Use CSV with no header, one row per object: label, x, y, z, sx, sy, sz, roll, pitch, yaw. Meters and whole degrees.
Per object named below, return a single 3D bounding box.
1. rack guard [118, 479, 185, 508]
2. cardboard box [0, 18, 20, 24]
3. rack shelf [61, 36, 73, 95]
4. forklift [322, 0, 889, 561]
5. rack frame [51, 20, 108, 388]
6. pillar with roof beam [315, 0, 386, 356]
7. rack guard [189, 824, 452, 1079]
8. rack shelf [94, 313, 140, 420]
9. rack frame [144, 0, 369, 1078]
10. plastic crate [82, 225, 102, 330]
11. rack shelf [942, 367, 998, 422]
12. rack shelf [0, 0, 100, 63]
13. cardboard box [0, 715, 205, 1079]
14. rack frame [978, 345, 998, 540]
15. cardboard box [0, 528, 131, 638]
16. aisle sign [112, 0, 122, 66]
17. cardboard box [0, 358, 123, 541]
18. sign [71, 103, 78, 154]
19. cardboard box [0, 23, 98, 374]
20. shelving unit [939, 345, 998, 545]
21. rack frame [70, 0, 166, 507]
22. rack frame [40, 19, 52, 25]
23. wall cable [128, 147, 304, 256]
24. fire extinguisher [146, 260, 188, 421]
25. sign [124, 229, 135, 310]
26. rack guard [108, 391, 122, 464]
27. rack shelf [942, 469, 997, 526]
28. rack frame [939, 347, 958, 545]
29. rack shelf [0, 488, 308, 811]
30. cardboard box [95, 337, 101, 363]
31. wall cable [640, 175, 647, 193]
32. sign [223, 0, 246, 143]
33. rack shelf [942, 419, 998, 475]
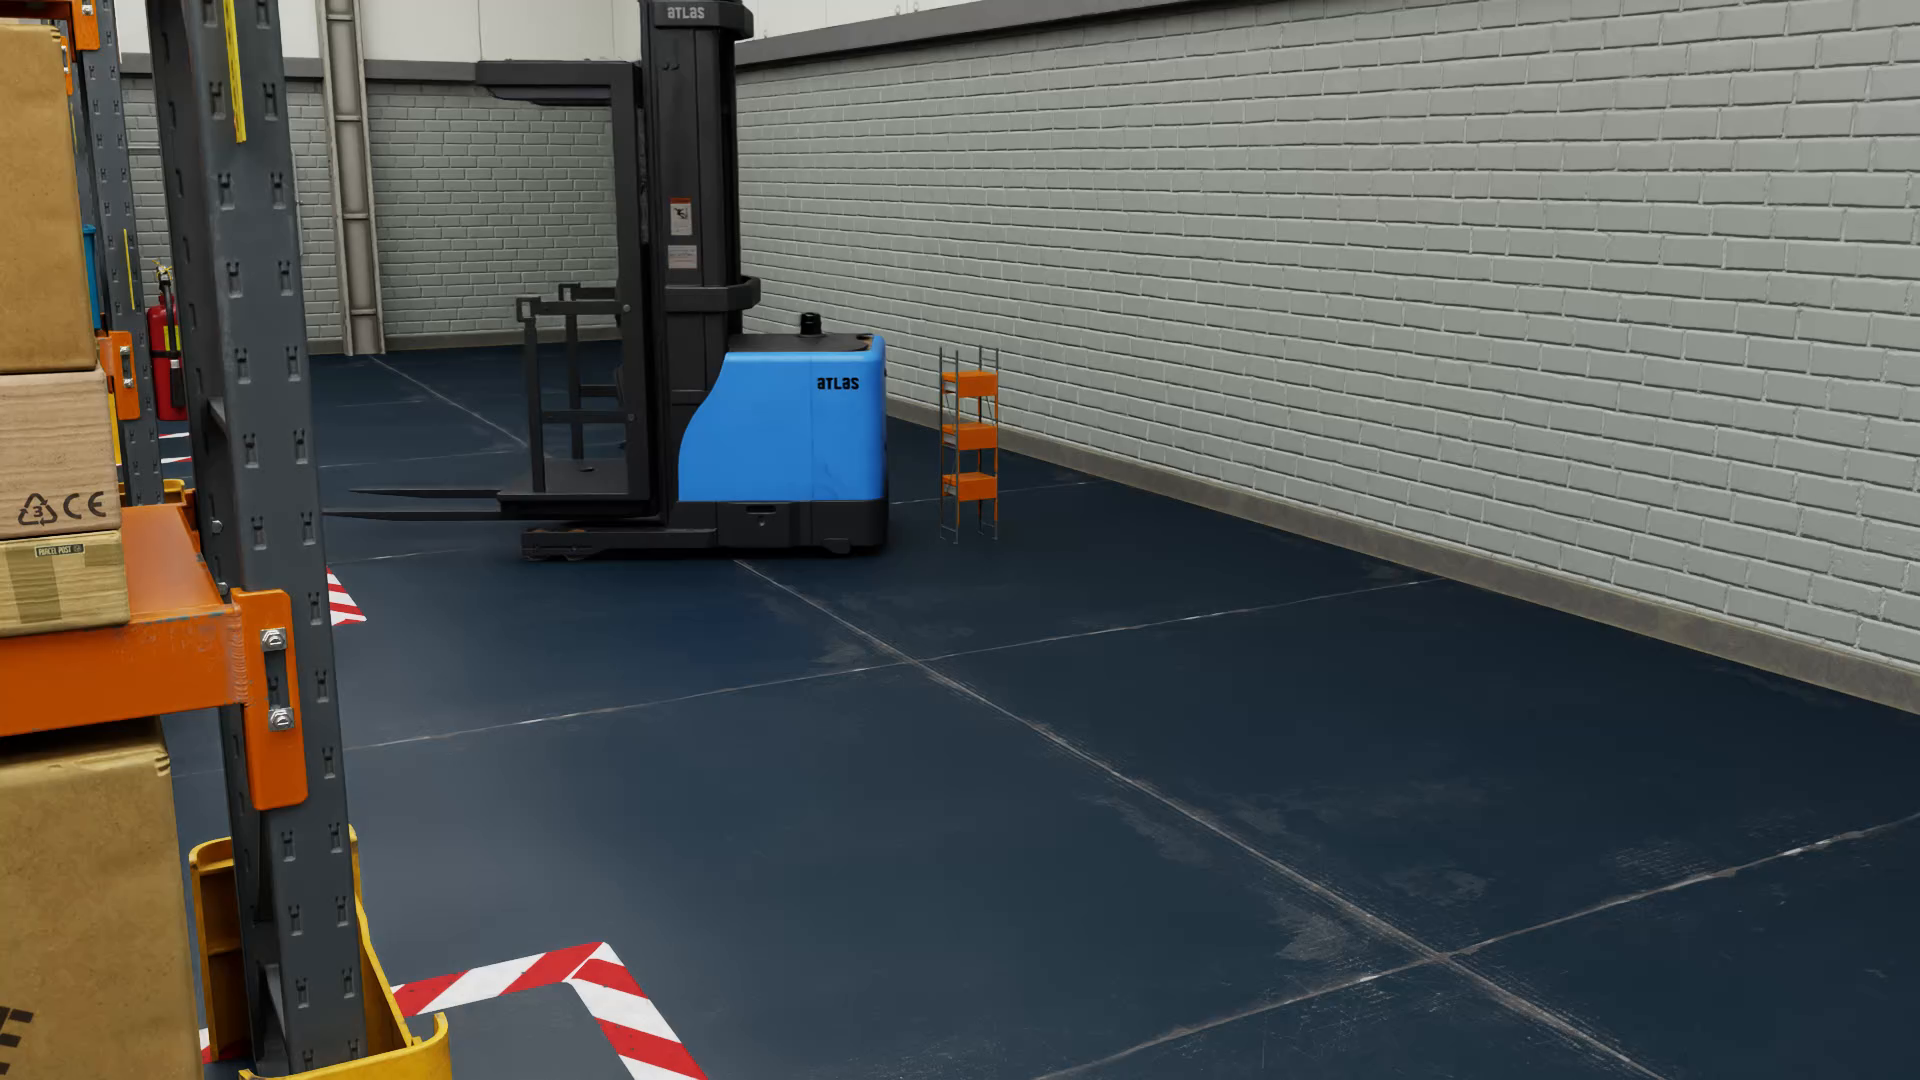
rack guard,-3.699,0.071,7.653,0.348,0.500,1.175,-7,14,-28
cardboard box,-6.408,-3.383,10.821,0.500,0.250,0.500,-7,14,-28
rack shelf,-7.839,-3.000,10.415,4.000,0.370,1.077,-7,14,-28
forklift,-1.914,-1.437,8.818,3.031,2.935,1.130,0,13,-1
rack frame,-6.084,-2.098,11.600,0.127,3.000,1.000,-7,14,-28
pillar with roof beam,-4.442,-5.600,13.498,0.400,9.000,9.100,-7,14,-28
rack guard,-1.319,1.028,3.401,0.348,0.500,1.175,-7,14,-28
rack shelf,-5.469,-0.582,6.500,4.000,0.370,1.077,-7,14,-28
rack frame,-1.340,-0.189,3.115,0.127,3.000,1.000,-7,14,-28
plastic crate,-3.918,-1.118,7.029,0.499,0.435,0.616,-7,14,-28
rack shelf,0.047,-0.784,8.959,0.240,0.259,0.215,-7,14,-28
rack shelf,-5.469,-2.045,6.171,4.000,0.370,1.077,-7,14,-28
cardboard box,-1.864,0.726,2.935,0.875,0.875,0.875,-7,14,-28
rack frame,0.154,-0.531,9.076,0.008,1.050,0.200,-7,14,-28
cardboard box,-1.495,0.035,2.694,0.250,0.149,0.380,-7,14,-27
aisle sign,-3.510,-2.362,6.854,0.004,0.787,0.394,-7,14,-28
cardboard box,-1.639,-0.158,2.645,0.500,0.250,0.500,-7,15,-29
sign,-5.835,-2.708,10.953,0.005,0.325,0.100,-7,14,-28
cardboard box,-1.642,-0.524,2.564,0.500,0.500,0.500,-7,14,-27
shelving unit,0.047,-0.518,9.019,0.252,1.050,0.215,-7,14,-28
rack frame,-3.714,-1.143,7.356,0.127,3.000,1.000,-7,14,-28
rack frame,-8.460,-5.979,15.181,0.127,3.000,1.000,-7,14,-28
wall cable,-7.790,-3.865,17.137,1.851,1.984,0.084,-7,14,-28
fire extinguisher,-3.363,-0.852,7.087,0.183,0.674,0.296,-7,14,-28
sign,-3.436,-1.118,6.875,0.005,0.325,0.100,-7,14,-28
rack guard,-6.150,-0.871,11.839,0.348,0.500,1.175,-7,14,-28
rack shelf,0.047,-0.236,9.082,0.240,0.259,0.215,-7,14,-28
rack frame,-0.060,-0.505,8.962,0.008,1.050,0.200,-7,14,-28
rack shelf,-3.096,0.373,2.259,4.000,0.370,1.077,-7,14,-28
cardboard box,-1.891,-0.262,3.106,0.500,0.250,0.500,-7,15,-29
wall cable,-3.325,-4.990,17.860,0.112,2.526,3.097,-7,14,-28
sign,-1.093,-0.763,2.491,0.005,0.325,0.100,-7,14,-28
rack shelf,0.047,-0.507,9.021,0.240,0.259,0.215,-7,14,-28
